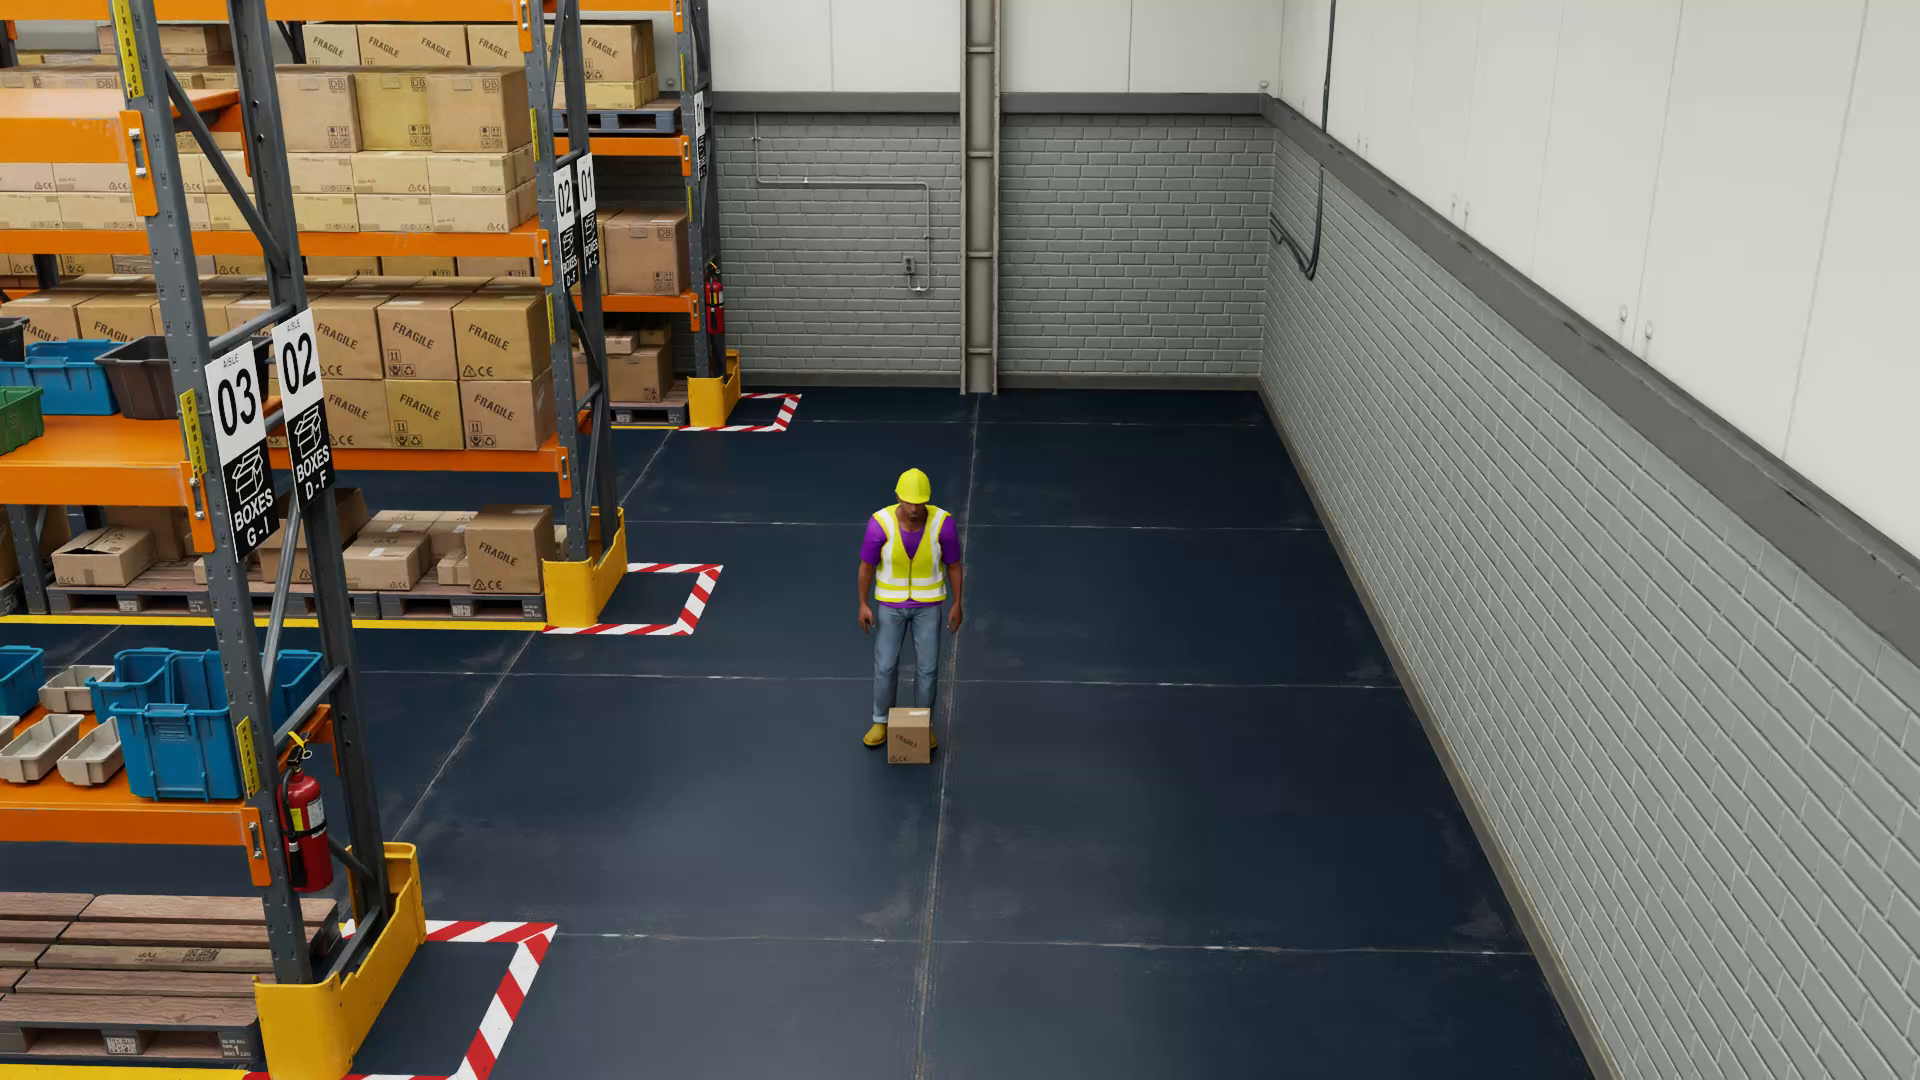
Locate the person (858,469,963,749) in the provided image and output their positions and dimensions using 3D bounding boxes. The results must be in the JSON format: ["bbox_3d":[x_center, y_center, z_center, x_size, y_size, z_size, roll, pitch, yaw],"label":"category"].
[{"bbox_3d":[-0.297,0.396,10.004,0.634,1.759,0.460,-1,21,-2],"label":"person"}]
